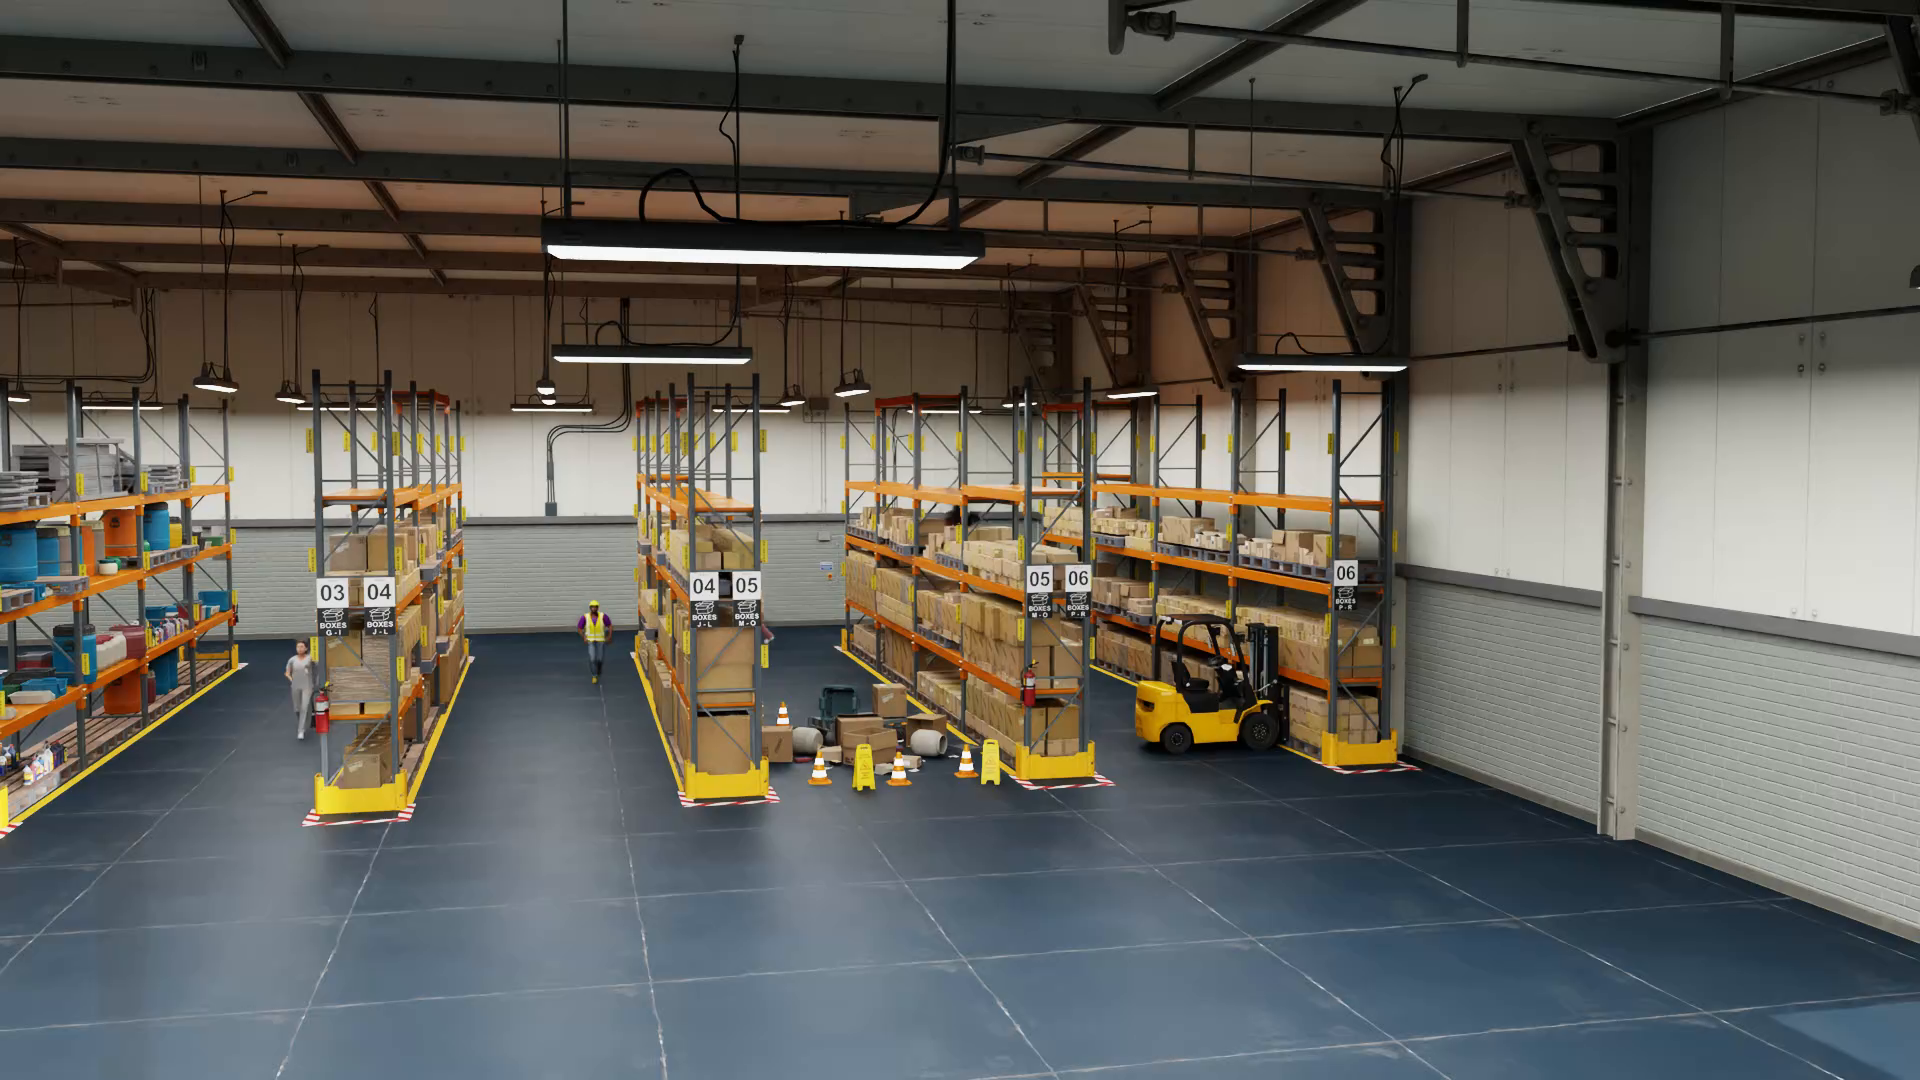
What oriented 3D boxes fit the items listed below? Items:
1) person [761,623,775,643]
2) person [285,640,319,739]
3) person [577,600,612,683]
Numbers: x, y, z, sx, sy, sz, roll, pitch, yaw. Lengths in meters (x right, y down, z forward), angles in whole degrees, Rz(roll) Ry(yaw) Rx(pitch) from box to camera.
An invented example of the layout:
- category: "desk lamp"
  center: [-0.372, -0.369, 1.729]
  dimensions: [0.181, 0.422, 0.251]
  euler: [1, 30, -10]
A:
- category: "person"
  center: [-5.062, 1.820, 41.034]
  dimensions: [0.986, 1.675, 0.578]
  euler: [-1, 3, -18]
- category: "person"
  center: [-11.233, 2.532, 28.440]
  dimensions: [0.584, 1.633, 0.970]
  euler: [-1, 3, -13]
- category: "person"
  center: [-7.697, 2.131, 35.065]
  dimensions: [0.735, 1.734, 0.602]
  euler: [-1, 3, -17]
